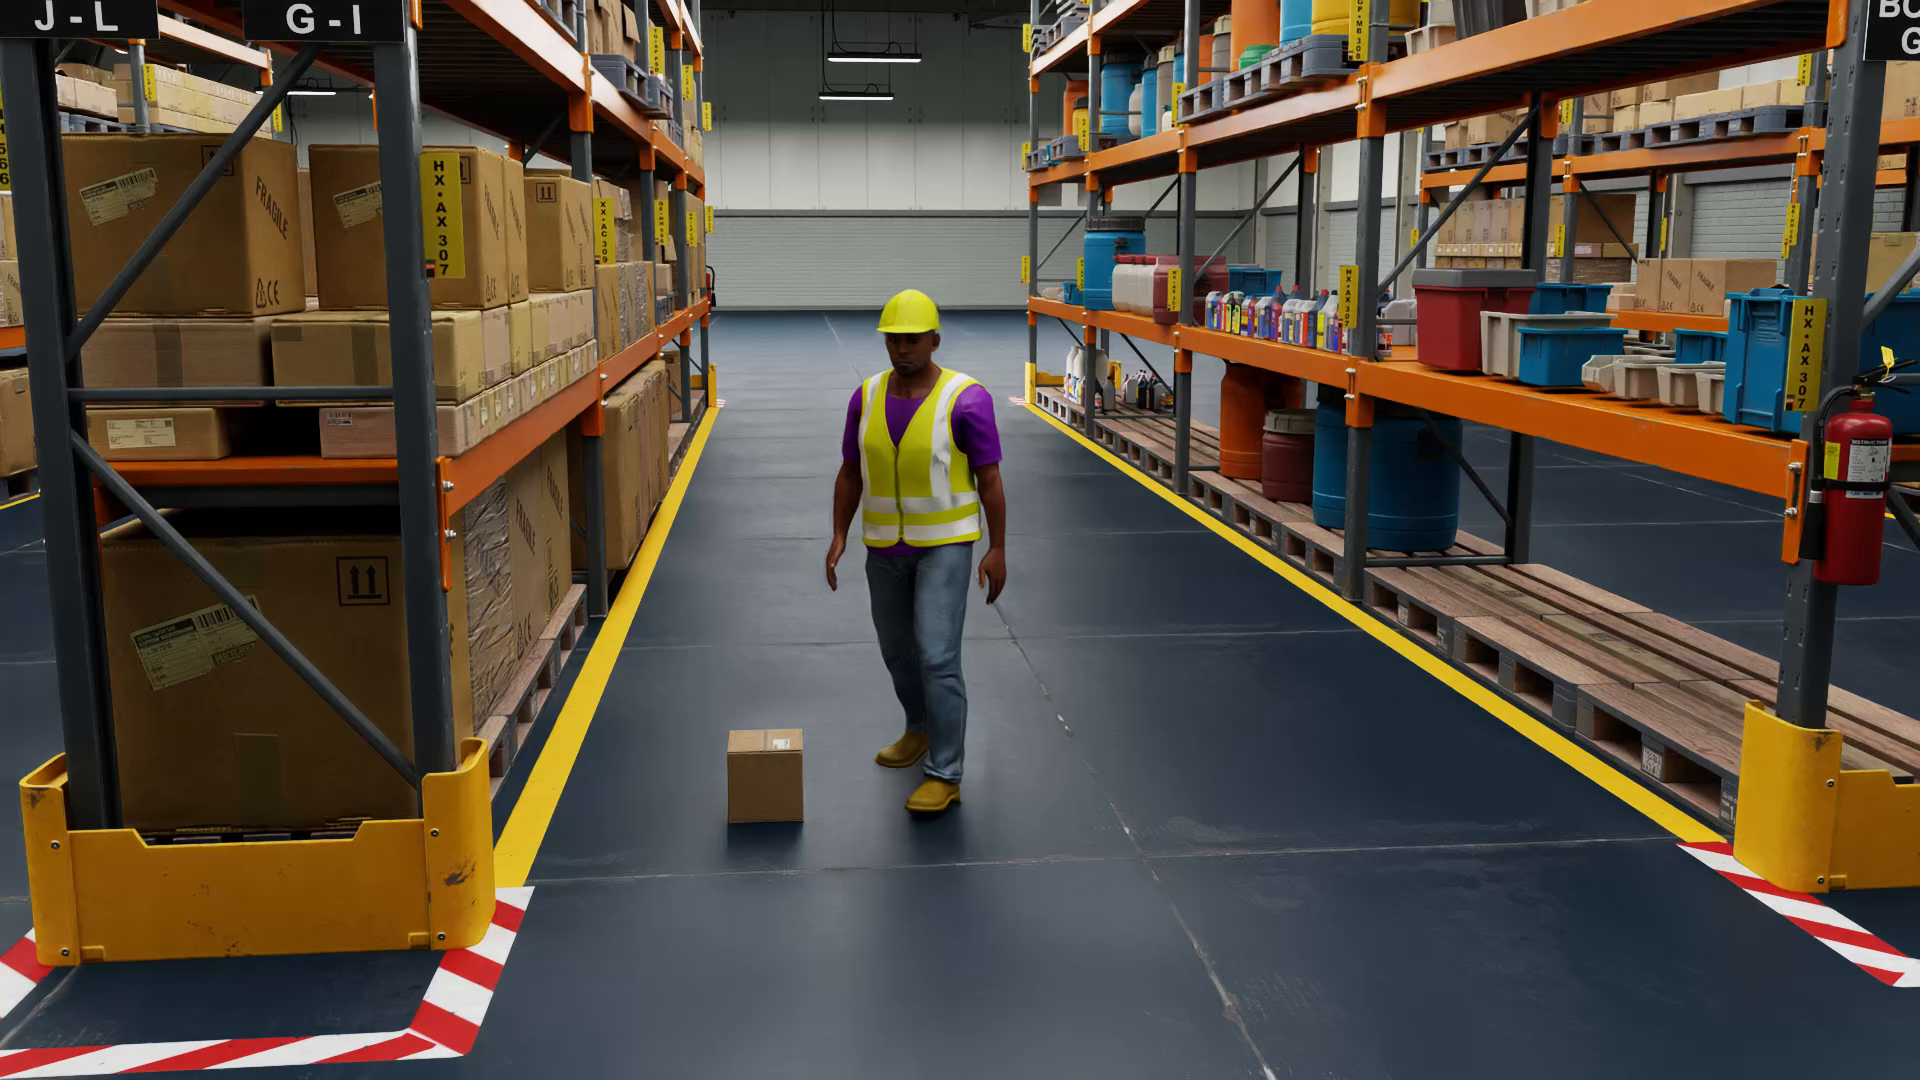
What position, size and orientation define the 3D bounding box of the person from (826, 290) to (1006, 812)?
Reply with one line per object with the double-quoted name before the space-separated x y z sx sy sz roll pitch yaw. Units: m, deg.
"person" -0.146 0.013 5.797 0.637 1.754 0.738 5 11 25
